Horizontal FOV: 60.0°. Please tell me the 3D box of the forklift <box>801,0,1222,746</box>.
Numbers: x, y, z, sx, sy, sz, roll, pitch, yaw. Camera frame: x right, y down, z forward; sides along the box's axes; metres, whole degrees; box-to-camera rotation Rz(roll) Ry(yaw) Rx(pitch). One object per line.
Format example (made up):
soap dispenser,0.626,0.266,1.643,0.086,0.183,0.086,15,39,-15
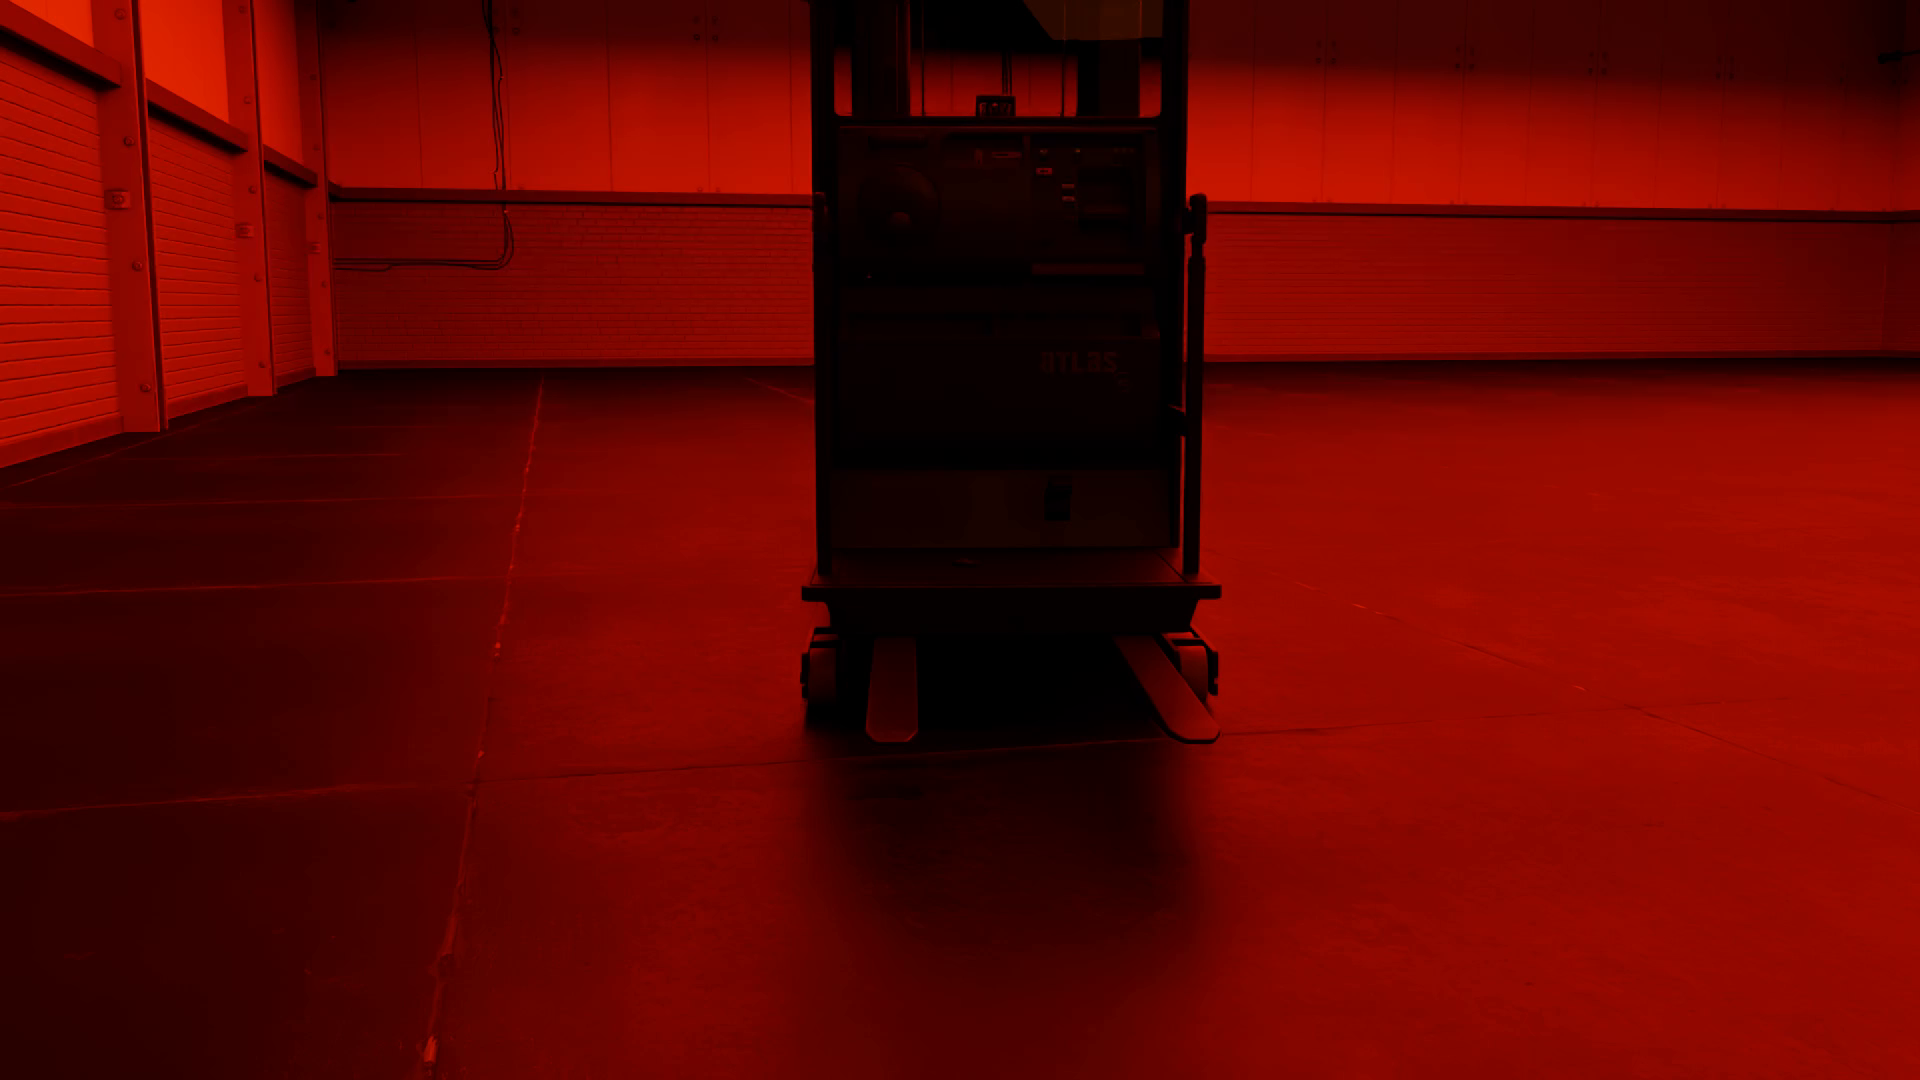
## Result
forklift,0.121,-1.044,4.595,1.130,2.935,3.031,0,8,-2
